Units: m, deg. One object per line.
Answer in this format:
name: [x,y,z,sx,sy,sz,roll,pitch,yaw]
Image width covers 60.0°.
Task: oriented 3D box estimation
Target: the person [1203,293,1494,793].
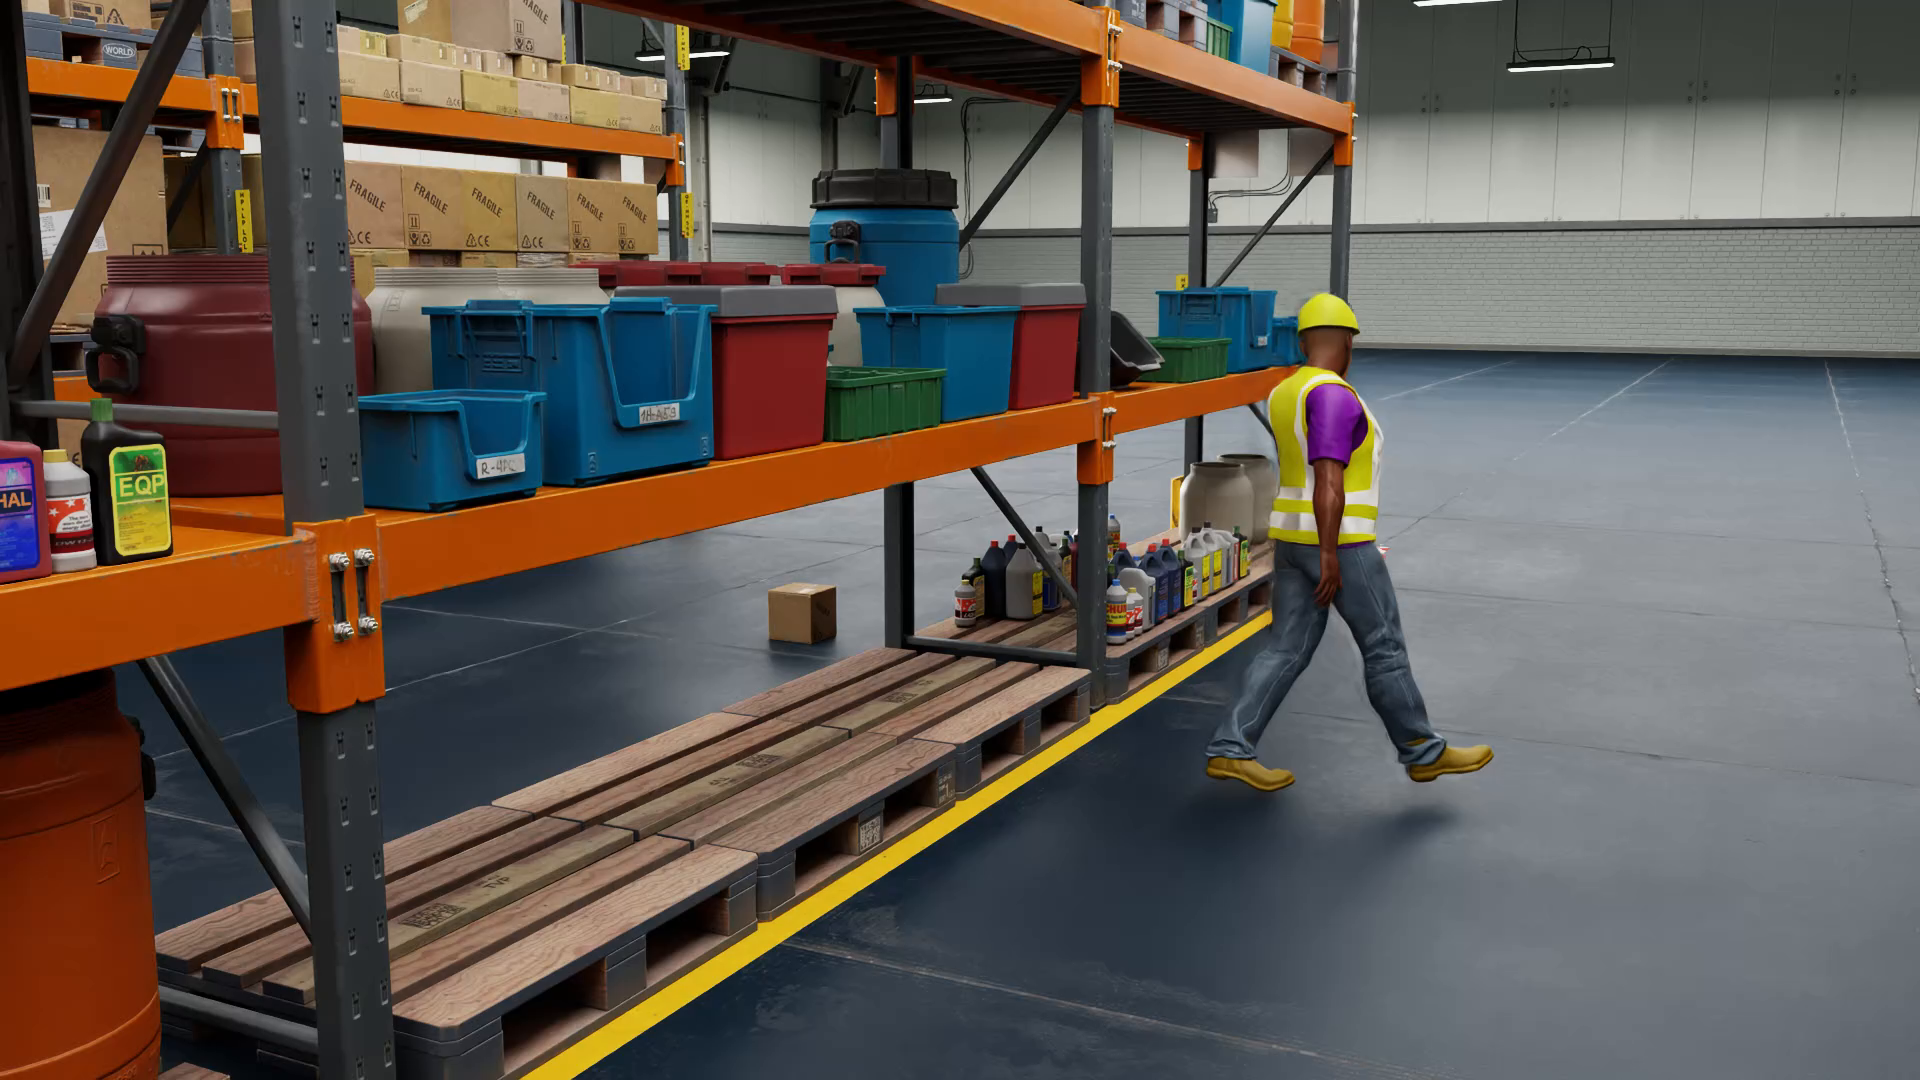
person: [1.338,-0.006,5.823,1.016,1.699,0.640,-3,9,-16]
